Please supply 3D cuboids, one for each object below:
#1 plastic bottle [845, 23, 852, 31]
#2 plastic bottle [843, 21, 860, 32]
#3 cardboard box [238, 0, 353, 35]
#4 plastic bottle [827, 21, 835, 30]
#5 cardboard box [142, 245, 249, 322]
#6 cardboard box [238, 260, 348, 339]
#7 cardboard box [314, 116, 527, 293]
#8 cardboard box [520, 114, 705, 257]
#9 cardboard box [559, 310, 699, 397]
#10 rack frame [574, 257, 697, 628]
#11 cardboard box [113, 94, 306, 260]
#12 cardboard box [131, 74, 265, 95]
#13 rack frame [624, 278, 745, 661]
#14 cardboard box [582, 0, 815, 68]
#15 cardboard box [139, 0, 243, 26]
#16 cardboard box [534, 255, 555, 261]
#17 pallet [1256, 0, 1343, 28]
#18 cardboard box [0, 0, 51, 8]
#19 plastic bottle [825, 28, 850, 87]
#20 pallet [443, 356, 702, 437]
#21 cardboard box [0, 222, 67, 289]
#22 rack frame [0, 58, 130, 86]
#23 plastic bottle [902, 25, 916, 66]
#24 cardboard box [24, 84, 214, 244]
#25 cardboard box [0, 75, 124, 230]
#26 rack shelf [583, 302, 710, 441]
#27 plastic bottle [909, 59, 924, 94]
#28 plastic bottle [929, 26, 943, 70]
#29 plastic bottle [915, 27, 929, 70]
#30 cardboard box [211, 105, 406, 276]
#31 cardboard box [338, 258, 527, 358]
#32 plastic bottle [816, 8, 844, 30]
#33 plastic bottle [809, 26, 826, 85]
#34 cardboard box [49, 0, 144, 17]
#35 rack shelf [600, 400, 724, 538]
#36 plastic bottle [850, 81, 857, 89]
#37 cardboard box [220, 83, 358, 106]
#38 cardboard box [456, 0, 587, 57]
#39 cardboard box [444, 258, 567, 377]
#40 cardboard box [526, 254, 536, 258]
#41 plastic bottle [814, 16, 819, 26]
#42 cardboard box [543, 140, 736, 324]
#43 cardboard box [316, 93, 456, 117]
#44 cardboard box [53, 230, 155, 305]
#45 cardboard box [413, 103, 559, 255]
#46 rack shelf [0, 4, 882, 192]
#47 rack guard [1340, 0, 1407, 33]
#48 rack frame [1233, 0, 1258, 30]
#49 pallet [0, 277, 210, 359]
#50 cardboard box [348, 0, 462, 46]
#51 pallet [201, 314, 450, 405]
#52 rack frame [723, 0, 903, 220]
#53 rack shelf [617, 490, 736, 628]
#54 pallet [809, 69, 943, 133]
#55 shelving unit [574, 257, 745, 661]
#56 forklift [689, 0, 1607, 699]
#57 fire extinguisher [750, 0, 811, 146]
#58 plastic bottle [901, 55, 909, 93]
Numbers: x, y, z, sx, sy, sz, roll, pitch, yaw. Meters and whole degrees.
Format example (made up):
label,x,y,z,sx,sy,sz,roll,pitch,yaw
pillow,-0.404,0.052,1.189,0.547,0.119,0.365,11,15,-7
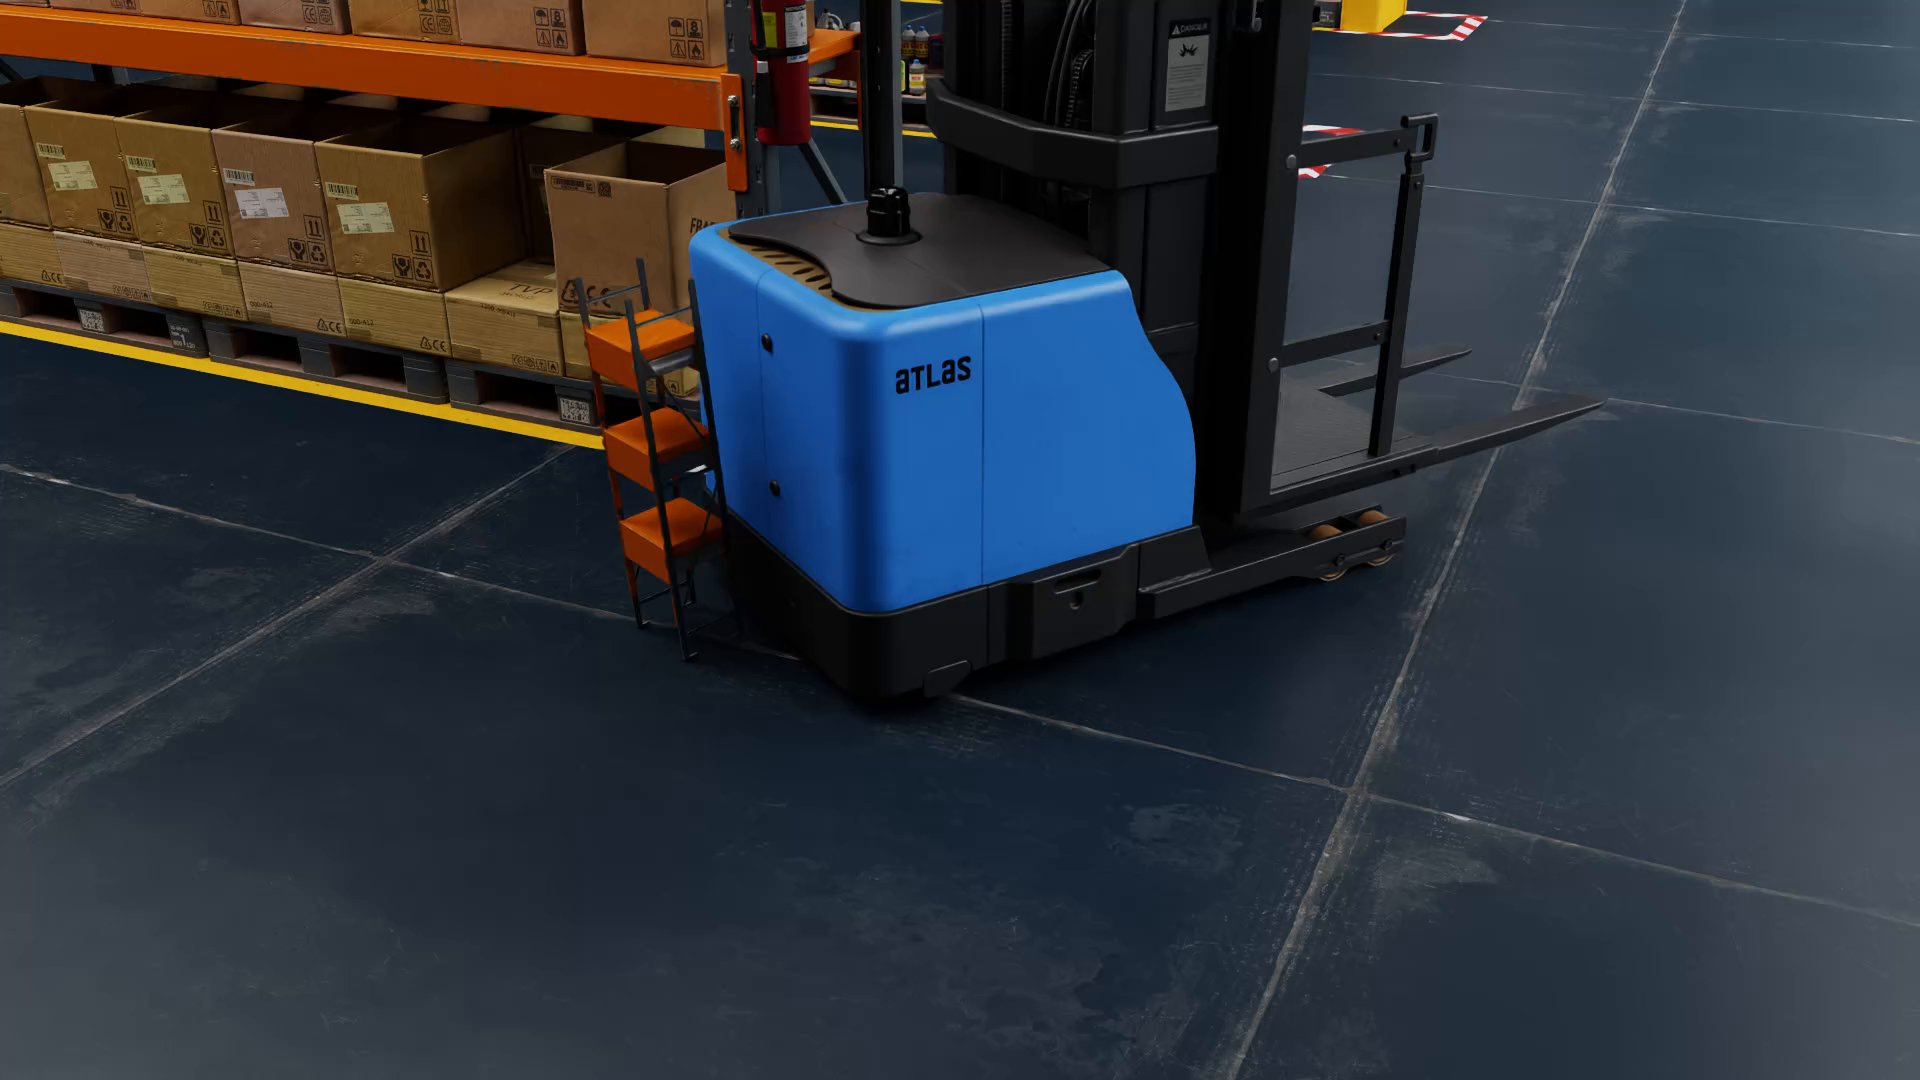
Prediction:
label,x,y,z,sx,sy,sz,roll,pitch,yaw
plastic bottle,-0.783,-3.347,11.229,0.133,0.283,0.061,11,28,22
plastic bottle,-0.740,-3.386,11.317,0.135,0.276,0.152,12,29,23
cardboard box,-2.303,-2.233,6.277,0.500,0.500,0.700,12,29,23
plastic bottle,-0.905,-3.375,11.286,0.133,0.283,0.061,11,28,22
cardboard box,-2.911,-1.108,6.743,0.500,0.250,0.500,11,28,22
cardboard box,-2.454,-1.019,6.562,0.500,0.250,0.500,11,28,22
cardboard box,-2.001,-1.262,6.207,0.500,0.500,0.500,11,28,22
cardboard box,-1.325,-1.385,6.456,0.500,0.500,0.500,11,28,22
cardboard box,-1.083,-0.750,6.015,0.500,0.250,0.500,11,28,22
rack frame,-0.874,-0.243,4.539,0.200,1.050,0.008,-25,36,-34
cardboard box,-2.911,-1.445,6.577,0.500,0.500,0.500,11,28,22
cardboard box,-3.151,-1.745,7.188,0.500,0.500,0.500,11,28,22
rack frame,-0.714,-0.162,4.374,0.200,1.050,0.008,-25,36,-34
cardboard box,-0.893,-1.951,5.704,0.500,0.500,0.700,11,28,22
cardboard box,-2.770,-2.326,6.466,0.500,0.500,0.700,12,29,23
cardboard box,-1.326,-1.048,6.620,0.500,0.250,0.500,11,28,22
pallet,2.837,-4.724,14.606,1.213,0.211,1.003,11,28,22
cardboard box,-3.708,-2.513,6.846,0.500,0.500,0.700,11,28,20
plastic bottle,-0.769,-3.086,10.624,0.185,0.351,0.144,13,29,24
pallet,-1.186,-0.688,6.408,1.213,0.211,1.003,11,28,22
cardboard box,-3.818,-1.295,7.122,0.500,0.250,0.500,11,28,22
rack frame,-4.114,-2.547,7.028,0.127,3.000,1.000,11,28,22
plastic bottle,-0.344,-3.318,11.184,0.097,0.271,0.097,0,26,0
cardboard box,-3.363,-1.539,6.769,0.500,0.500,0.500,11,28,22
cardboard box,-3.822,-1.628,6.949,0.500,0.500,0.500,11,28,22
rack shelf,-0.810,-0.442,4.325,0.215,0.259,0.240,-25,36,-34
plastic bottle,-0.272,-2.908,10.431,0.097,0.201,0.097,0,26,0
plastic bottle,-0.139,-3.291,11.116,0.133,0.283,0.061,12,29,23
plastic bottle,-0.253,-3.300,11.147,0.097,0.271,0.097,0,26,0
cardboard box,-2.455,-1.354,6.393,0.500,0.500,0.500,11,28,22
cardboard box,-1.999,-0.927,6.375,0.500,0.250,0.500,11,28,22
plastic bottle,-0.886,-3.451,11.365,0.185,0.351,0.144,11,28,21
plastic bottle,-0.939,-3.120,10.693,0.185,0.351,0.144,11,28,21
cardboard box,-3.225,-2.420,6.655,0.500,0.500,0.700,11,28,21
rack shelf,-0.793,-0.194,4.462,0.215,0.259,0.240,-25,36,-34
plastic bottle,-0.617,-3.024,10.582,0.135,0.276,0.152,11,28,20
cardboard box,-2.694,-1.655,7.005,0.500,0.500,0.500,11,28,22
cardboard box,-1.373,-2.045,5.895,0.500,0.500,0.700,12,29,23
cardboard box,-1.544,-0.836,6.190,0.500,0.250,0.500,11,28,22
cardboard box,-1.781,-1.140,6.806,0.500,0.250,0.500,11,28,22
plastic bottle,-1.015,-3.467,11.473,0.133,0.283,0.061,13,29,25
cardboard box,-1.084,-1.085,5.847,0.500,0.500,0.500,11,28,22
cardboard box,-2.233,-1.570,6.831,0.500,0.500,0.500,11,28,22
cardboard box,-3.364,-1.202,6.933,0.500,0.250,0.500,11,28,22
cardboard box,-1.785,-1.471,6.631,0.500,0.500,0.500,11,28,22
rack shelf,-2.294,-1.859,6.444,4.000,0.370,1.077,11,28,22
rack guard,3.562,-4.691,14.211,0.348,0.500,1.175,11,28,22
rack frame,1.581,-3.807,9.586,0.127,3.000,1.000,11,28,22
pallet,-3.408,-1.134,7.314,1.213,0.211,1.003,11,28,22
cardboard box,-1.822,-2.138,6.084,0.500,0.500,0.700,12,28,22
pallet,-2.293,-0.911,6.862,1.213,0.211,1.003,11,28,22
rack frame,-0.473,-1.816,5.542,0.127,3.000,1.000,11,28,22
rack shelf,-0.778,0.049,4.596,0.215,0.259,0.240,-25,36,-34
pallet,-0.352,-2.925,10.952,1.213,0.211,1.003,11,28,22
shelving unit,-0.794,-0.203,4.457,0.215,1.050,0.252,-25,36,-34
forklift,0.766,-1.374,4.722,3.031,2.935,1.130,-15,30,-28
fire extinguisher,-0.558,-1.573,5.136,0.183,0.674,0.296,11,28,22
plastic bottle,-0.386,-2.959,10.441,0.133,0.283,0.061,12,29,23
